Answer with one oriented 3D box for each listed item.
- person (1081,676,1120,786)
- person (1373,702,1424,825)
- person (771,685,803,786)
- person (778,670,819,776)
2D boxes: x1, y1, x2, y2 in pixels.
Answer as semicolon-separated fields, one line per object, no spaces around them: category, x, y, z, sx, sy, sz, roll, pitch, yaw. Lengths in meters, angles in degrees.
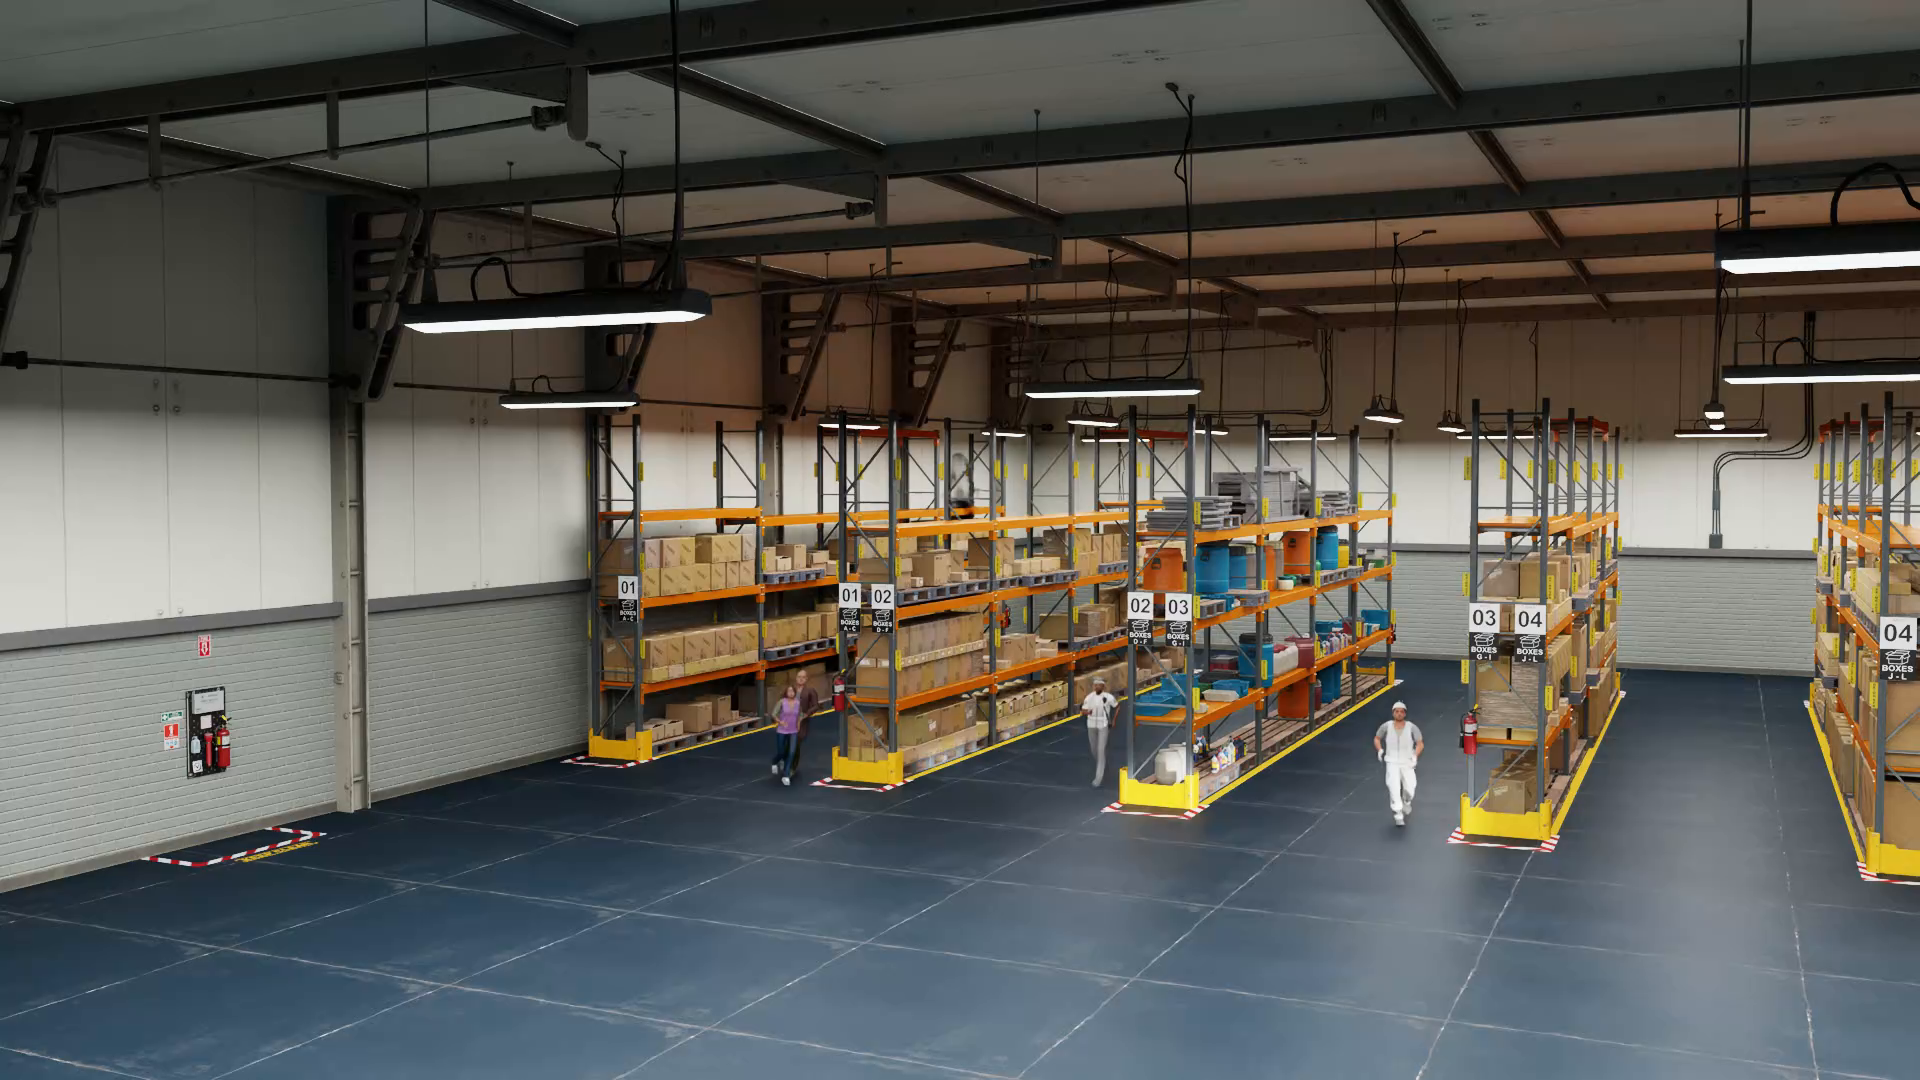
person;2.243;3.033;26.751;0.566;1.709;0.910;1;3;23
person;6.223;3.170;23.620;0.693;1.751;0.625;1;2;16
person;-2.781;3.118;26.843;0.550;1.588;0.747;-1;2;-20
person;-2.667;3.026;27.372;0.698;1.760;0.590;0;2;3
